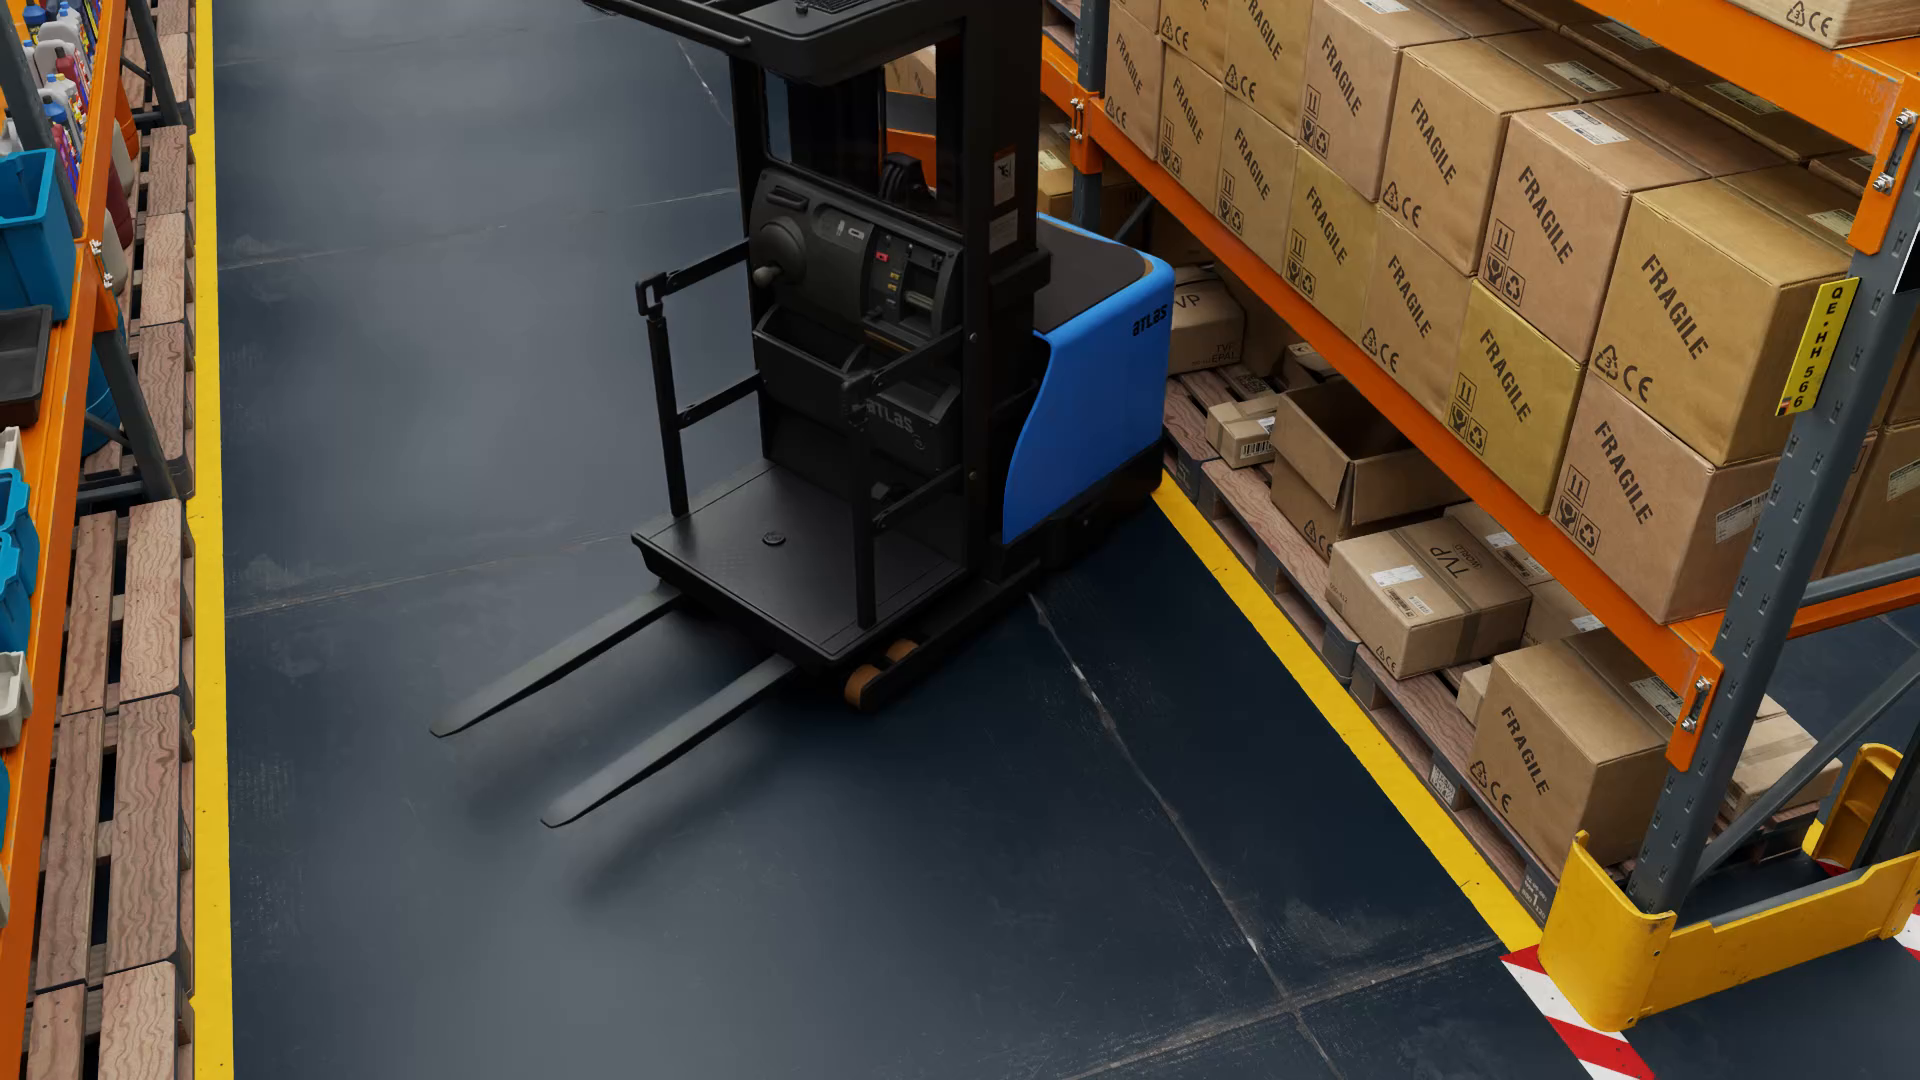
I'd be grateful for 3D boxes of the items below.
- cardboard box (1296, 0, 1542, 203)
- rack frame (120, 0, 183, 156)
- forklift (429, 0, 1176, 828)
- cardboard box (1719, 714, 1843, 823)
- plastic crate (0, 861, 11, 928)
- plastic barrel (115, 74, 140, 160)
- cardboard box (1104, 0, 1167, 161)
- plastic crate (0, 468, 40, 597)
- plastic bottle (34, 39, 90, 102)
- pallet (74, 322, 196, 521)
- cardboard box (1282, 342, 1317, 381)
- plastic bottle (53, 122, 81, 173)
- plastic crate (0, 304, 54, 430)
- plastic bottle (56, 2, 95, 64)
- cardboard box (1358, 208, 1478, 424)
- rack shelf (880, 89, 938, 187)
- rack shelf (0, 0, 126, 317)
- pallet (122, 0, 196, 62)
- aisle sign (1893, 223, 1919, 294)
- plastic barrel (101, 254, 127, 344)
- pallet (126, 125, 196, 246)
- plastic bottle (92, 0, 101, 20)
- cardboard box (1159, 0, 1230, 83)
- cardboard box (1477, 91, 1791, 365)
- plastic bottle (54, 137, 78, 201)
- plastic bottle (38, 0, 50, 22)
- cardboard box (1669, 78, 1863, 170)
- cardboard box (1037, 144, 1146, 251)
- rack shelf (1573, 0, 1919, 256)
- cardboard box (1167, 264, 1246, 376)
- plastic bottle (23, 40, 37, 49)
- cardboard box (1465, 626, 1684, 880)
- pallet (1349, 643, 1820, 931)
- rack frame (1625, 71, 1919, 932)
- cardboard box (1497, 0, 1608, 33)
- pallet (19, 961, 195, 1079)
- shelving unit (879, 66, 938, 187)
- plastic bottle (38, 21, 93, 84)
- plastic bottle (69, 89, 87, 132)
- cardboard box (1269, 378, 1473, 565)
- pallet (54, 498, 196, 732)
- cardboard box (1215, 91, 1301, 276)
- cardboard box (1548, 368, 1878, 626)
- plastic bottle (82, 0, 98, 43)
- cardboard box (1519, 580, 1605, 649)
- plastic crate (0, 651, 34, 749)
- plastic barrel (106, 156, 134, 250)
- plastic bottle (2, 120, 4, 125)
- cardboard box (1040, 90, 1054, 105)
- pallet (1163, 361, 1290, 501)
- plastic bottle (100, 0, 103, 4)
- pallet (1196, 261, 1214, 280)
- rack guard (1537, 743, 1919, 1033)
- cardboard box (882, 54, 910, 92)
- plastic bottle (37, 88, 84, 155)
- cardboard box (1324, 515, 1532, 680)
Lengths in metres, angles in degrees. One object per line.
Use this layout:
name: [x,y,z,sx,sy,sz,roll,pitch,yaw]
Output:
cardboard box: [1.426,-1.428,5.238,0.500,0.500,0.500,-11,38,-15]
rack frame: [-5.033,-3.422,8.801,1.000,3.000,0.127,-12,39,-16]
forklift: [-0.513,-0.906,5.516,1.130,2.935,3.031,28,45,32]
cardboard box: [2.550,0.729,5.293,0.380,0.149,0.250,-12,39,-16]
plastic crate: [-2.089,0.772,3.401,0.250,0.136,0.298,-12,39,-16]
plastic barrel: [-4.849,-2.451,8.965,0.600,0.830,0.708,-12,39,-16]
cardboard box: [0.915,-1.882,6.672,0.500,0.500,0.500,-11,38,-15]
plastic crate: [-2.613,0.019,4.321,0.416,0.233,0.300,-12,39,-16]
plastic bottle: [-3.777,-1.977,6.984,0.152,0.276,0.135,-12,39,-16]
pallet: [-3.883,-0.494,7.230,1.003,0.211,1.213,-12,39,-16]
cardboard box: [1.643,-0.761,7.271,0.380,0.149,0.250,-12,39,-16]
plastic bottle: [-3.485,-1.516,6.434,0.097,0.201,0.097,0,37,0]
plastic crate: [-3.020,-0.500,5.100,0.437,0.125,0.590,-12,39,-16]
plastic bottle: [-3.905,-2.232,7.327,0.097,0.271,0.097,0,37,0]
cardboard box: [1.614,-0.739,5.154,0.500,0.500,0.500,-12,39,-16]
rack shelf: [-0.195,-1.637,7.201,0.480,0.518,0.431,13,39,17]
rack shelf: [-4.345,-2.005,7.517,1.077,0.370,4.000,-12,39,-16]
pallet: [-5.680,-3.442,11.145,1.003,0.211,1.213,-12,39,-16]
aisle sign: [2.107,-0.863,3.242,0.394,0.787,0.004,-12,39,-16]
plastic barrel: [-4.072,-1.203,7.249,0.600,0.901,0.708,-12,39,-16]
pallet: [-4.723,-1.872,9.060,1.003,0.211,1.213,-12,39,-16]
plastic bottle: [-4.100,-2.590,7.792,0.061,0.283,0.133,-12,39,-16]
cardboard box: [1.071,-2.010,6.011,0.500,0.500,0.500,-14,39,-17]
cardboard box: [1.786,-0.846,4.465,0.500,0.500,0.500,-11,38,-15]
plastic bottle: [-3.383,-1.412,6.228,0.061,0.283,0.133,-12,39,-16]
plastic bottle: [-4.172,-2.456,7.614,0.061,0.283,0.133,-12,39,-16]
cardboard box: [2.279,-0.965,4.624,0.500,0.500,0.500,-12,39,-15]
cardboard box: [0.556,-1.583,8.070,0.500,0.500,0.500,-13,39,-16]
rack shelf: [1.683,-1.967,4.973,1.077,0.370,4.000,-12,39,-16]
cardboard box: [0.936,-1.006,7.462,0.500,0.311,0.500,-12,39,-16]
plastic bottle: [-3.968,-2.042,7.132,0.097,0.201,0.097,0,37,0]
cardboard box: [1.953,0.640,5.119,0.500,0.500,0.500,-12,39,-16]
pallet: [2.070,0.694,5.653,1.003,0.211,1.213,-12,39,-16]
rack frame: [2.372,0.073,4.160,1.000,3.000,0.127,-12,39,-16]
cardboard box: [1.936,-1.535,5.381,0.500,0.500,0.500,-13,39,-16]
pallet: [-2.528,1.737,4.269,1.003,0.211,1.213,-12,39,-16]
shelving unit: [-0.195,-1.648,7.192,0.503,2.100,0.431,13,39,17]
plastic bottle: [-3.857,-2.108,7.158,0.152,0.276,0.135,-12,39,-16]
plastic bottle: [-3.632,-1.757,6.754,0.097,0.201,0.097,0,37,0]
cardboard box: [1.646,-0.305,6.371,0.797,0.503,0.637,-12,39,-16]
pallet: [-3.368,0.358,6.099,1.003,0.211,1.213,-12,39,-16]
cardboard box: [1.264,-1.310,5.913,0.500,0.500,0.500,-13,39,-16]
cardboard box: [1.962,-0.163,4.390,0.500,0.500,0.500,-11,38,-15]
plastic bottle: [-3.991,-2.410,7.554,0.061,0.283,0.133,-12,39,-16]
cardboard box: [2.279,0.348,5.715,0.500,0.250,0.500,-12,39,-16]
plastic crate: [-2.322,0.389,3.910,0.250,0.136,0.298,-12,39,-16]
plastic barrel: [-4.461,-1.716,8.191,0.600,0.588,0.708,-12,39,-16]
plastic bottle: [-3.695,-1.594,6.538,0.097,0.201,0.097,0,37,0]
cardboard box: [0.222,-2.147,8.820,0.500,0.500,0.500,-12,39,-15]
pallet: [1.231,-0.684,7.483,1.003,0.211,1.213,-12,39,-16]
plastic bottle: [-4.191,-2.674,7.972,0.097,0.201,0.097,0,37,0]
pallet: [0.680,-1.524,8.598,1.003,0.211,1.213,-12,39,-16]
rack guard: [2.345,1.029,4.969,1.175,0.500,0.348,-12,39,-16]
cardboard box: [-0.140,-2.728,9.590,0.500,0.500,0.500,-13,39,-17]
plastic bottle: [-3.584,-1.660,6.564,0.152,0.276,0.135,-12,39,-16]
cardboard box: [1.654,0.197,5.915,0.500,0.250,0.500,-12,39,-16]
